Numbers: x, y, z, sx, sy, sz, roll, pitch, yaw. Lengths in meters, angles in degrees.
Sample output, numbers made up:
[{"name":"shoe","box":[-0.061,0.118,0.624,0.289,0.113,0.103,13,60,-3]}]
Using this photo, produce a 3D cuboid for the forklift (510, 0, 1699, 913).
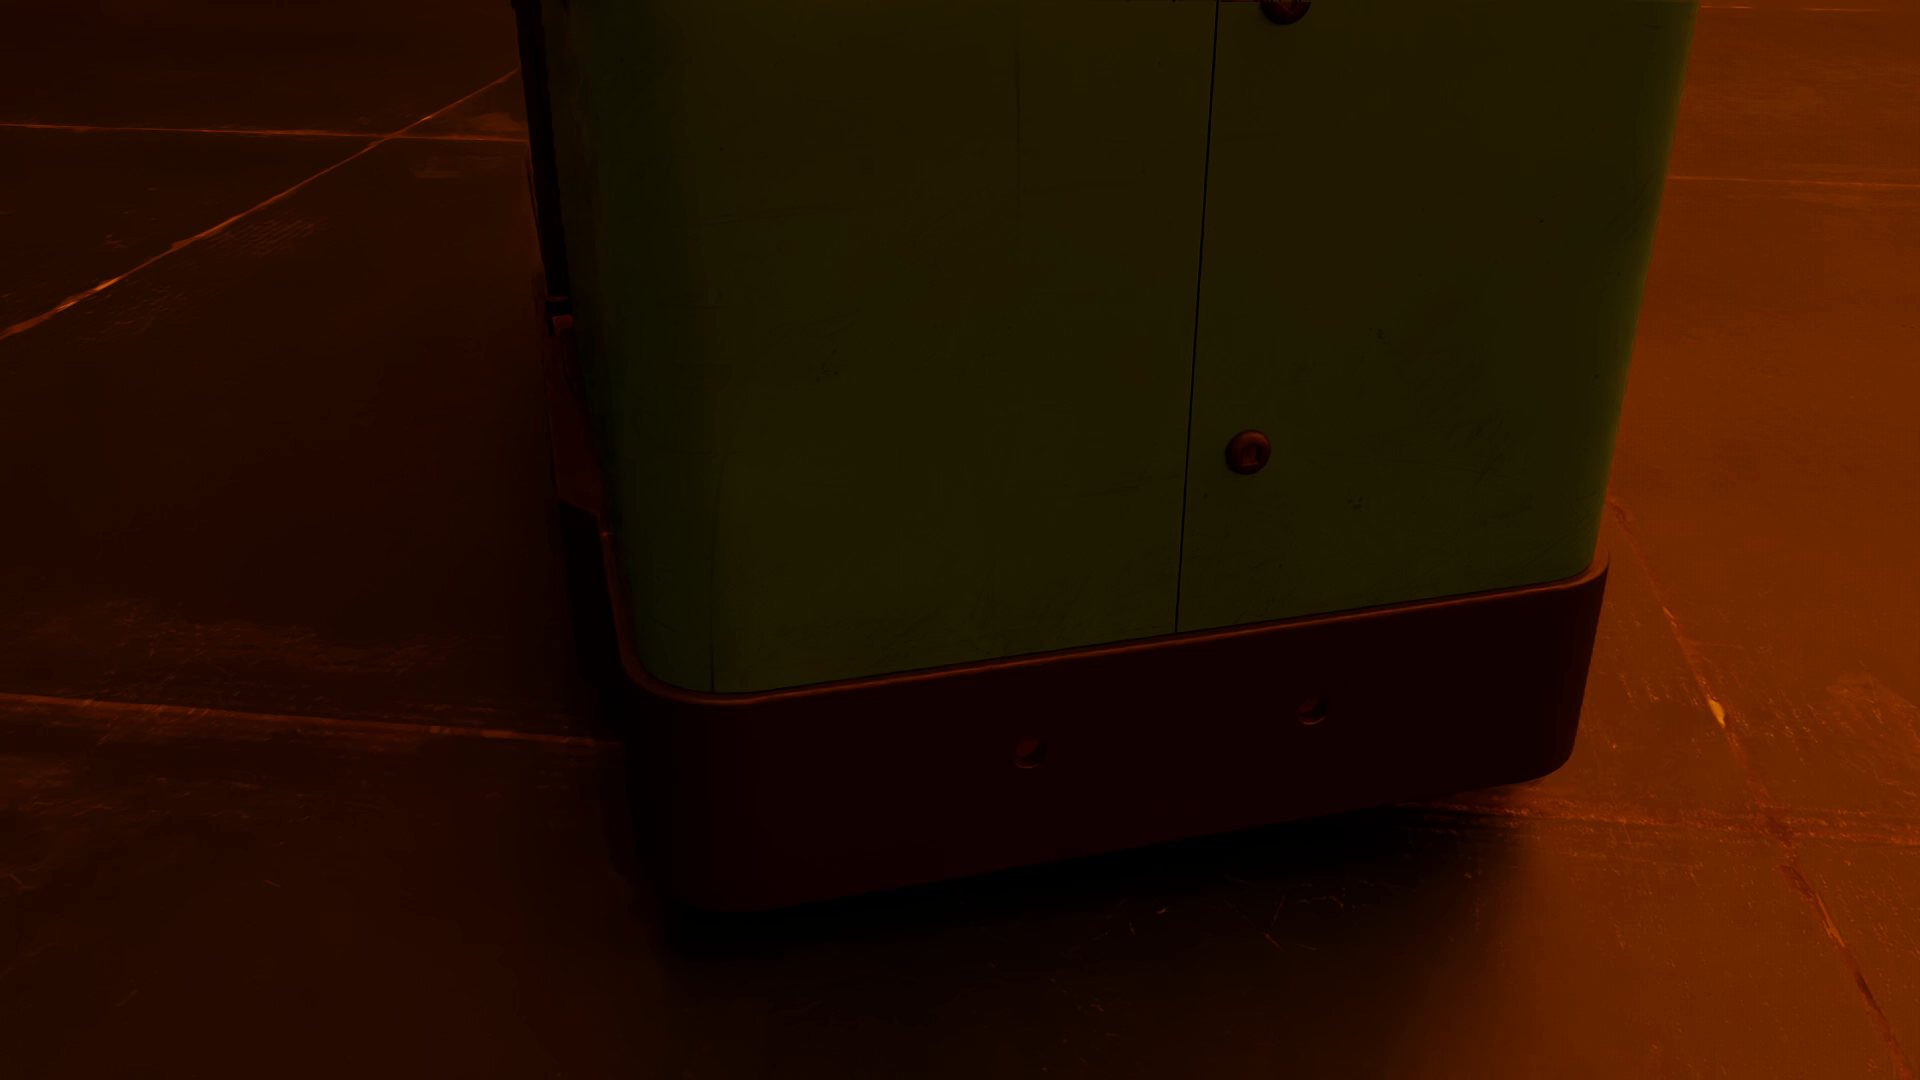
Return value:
[{"name":"forklift","box":[-0.182,-1.588,2.400,1.130,2.935,3.031,-7,27,-14]}]
